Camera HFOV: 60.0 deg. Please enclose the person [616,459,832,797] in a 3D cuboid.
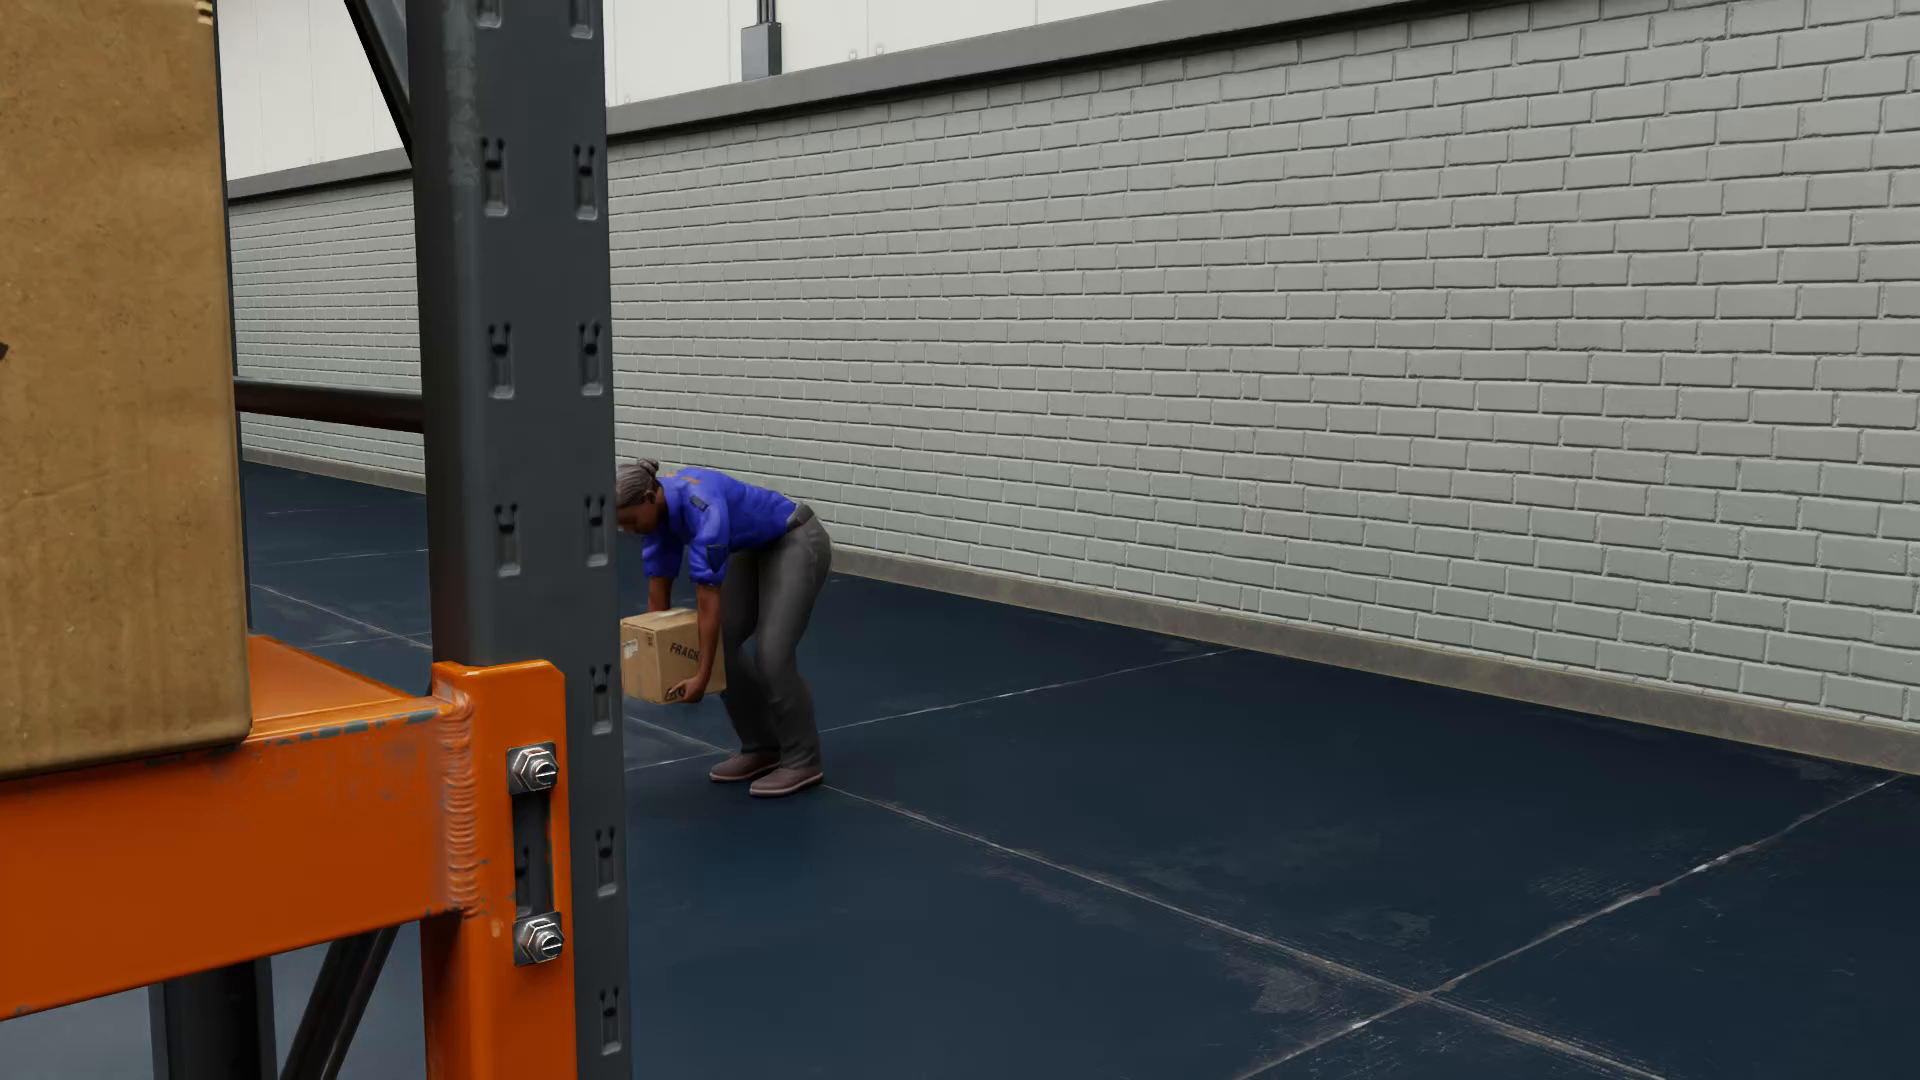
[{"bbox_3d":[-0.822,0.290,5.557,0.858,1.155,0.418,-7,10,-43],"label":"person"}]
